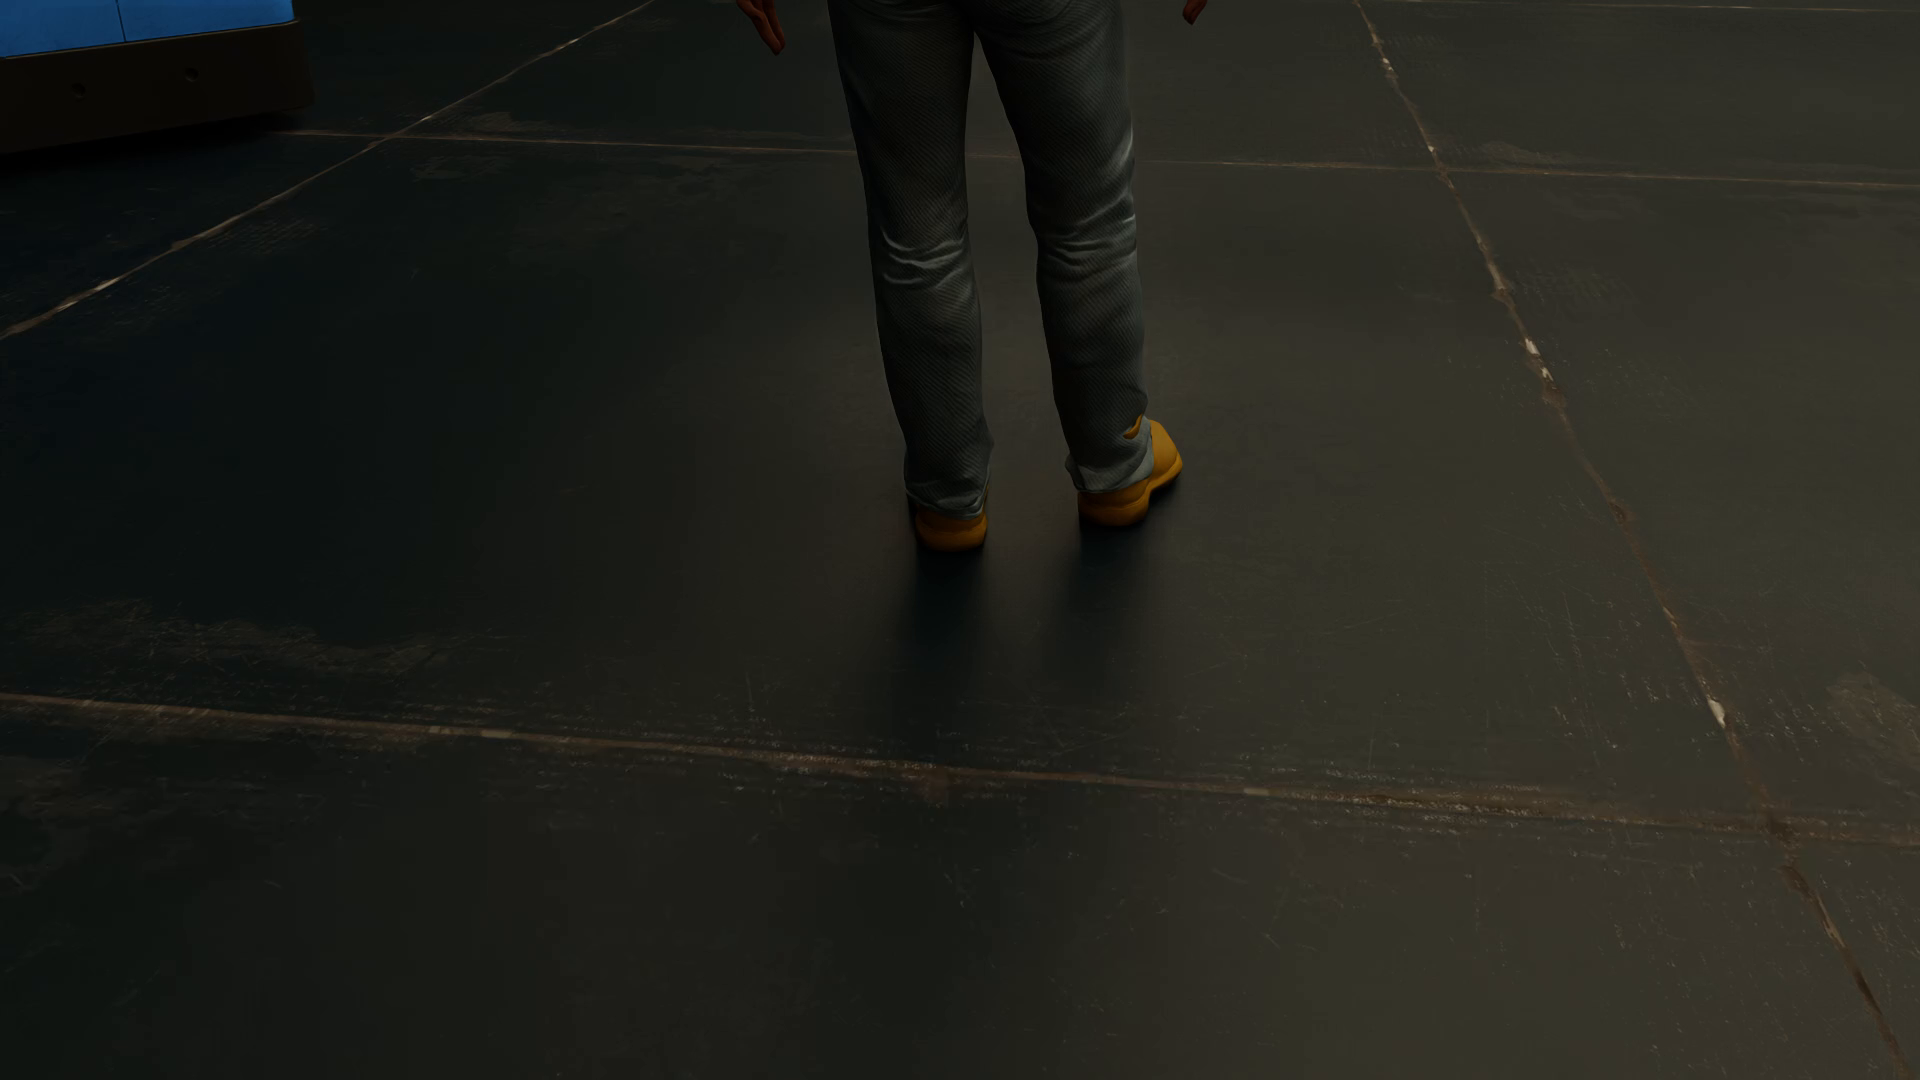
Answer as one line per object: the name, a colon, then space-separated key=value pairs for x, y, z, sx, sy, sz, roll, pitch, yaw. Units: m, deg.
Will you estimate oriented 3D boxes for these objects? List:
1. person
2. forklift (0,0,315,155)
person: x=0.016 y=-0.827 z=2.163 sx=0.665 sy=1.765 sz=0.577 roll=3 pitch=27 yaw=7
forklift: x=-3.312 y=-2.855 z=4.939 sx=1.130 sy=2.935 sz=3.031 roll=-24 pitch=35 yaw=-39
